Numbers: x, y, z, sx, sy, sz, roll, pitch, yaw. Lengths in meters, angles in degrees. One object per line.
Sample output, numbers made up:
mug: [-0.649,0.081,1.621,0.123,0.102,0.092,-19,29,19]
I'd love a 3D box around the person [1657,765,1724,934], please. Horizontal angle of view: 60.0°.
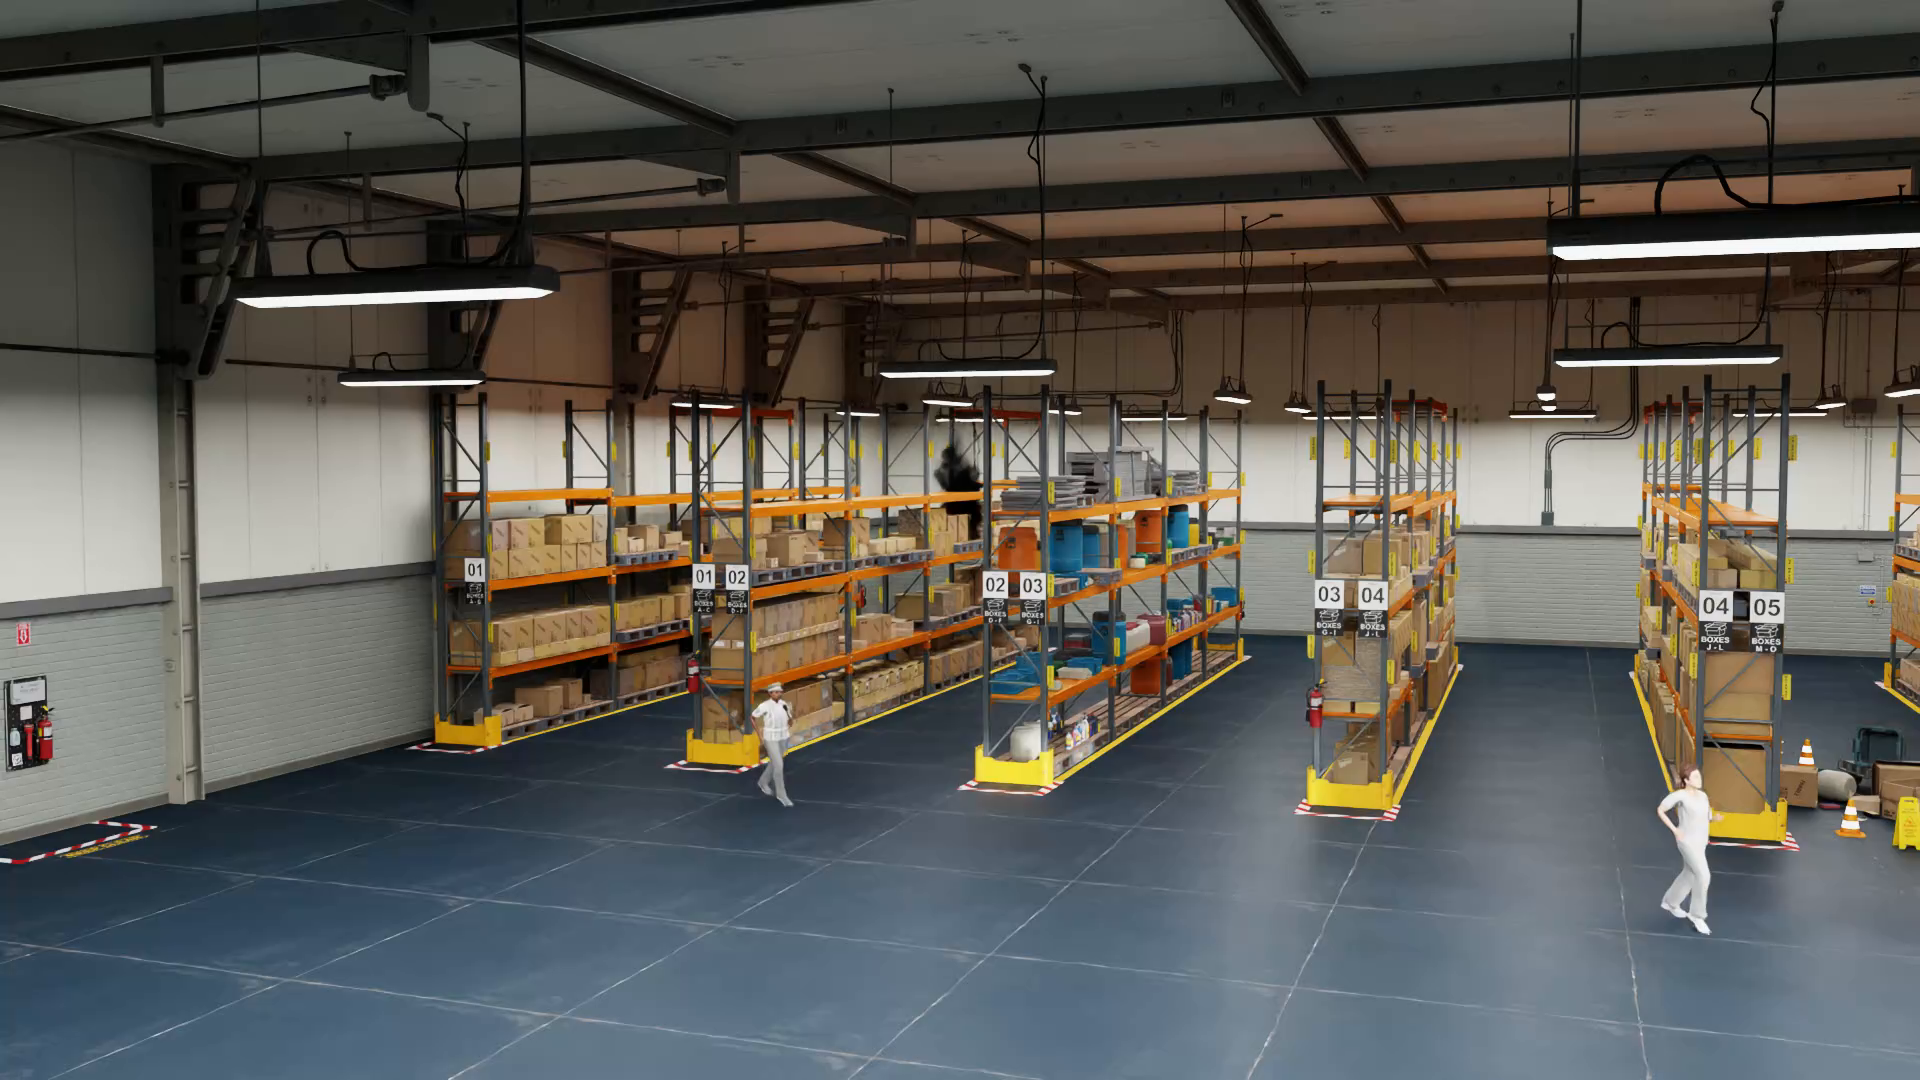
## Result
person: [7.691,3.231,17.507,0.546,1.723,0.712,-2,4,-31]

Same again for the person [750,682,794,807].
person: [-2.647,2.878,23.743,0.867,1.730,0.562,3,4,42]
